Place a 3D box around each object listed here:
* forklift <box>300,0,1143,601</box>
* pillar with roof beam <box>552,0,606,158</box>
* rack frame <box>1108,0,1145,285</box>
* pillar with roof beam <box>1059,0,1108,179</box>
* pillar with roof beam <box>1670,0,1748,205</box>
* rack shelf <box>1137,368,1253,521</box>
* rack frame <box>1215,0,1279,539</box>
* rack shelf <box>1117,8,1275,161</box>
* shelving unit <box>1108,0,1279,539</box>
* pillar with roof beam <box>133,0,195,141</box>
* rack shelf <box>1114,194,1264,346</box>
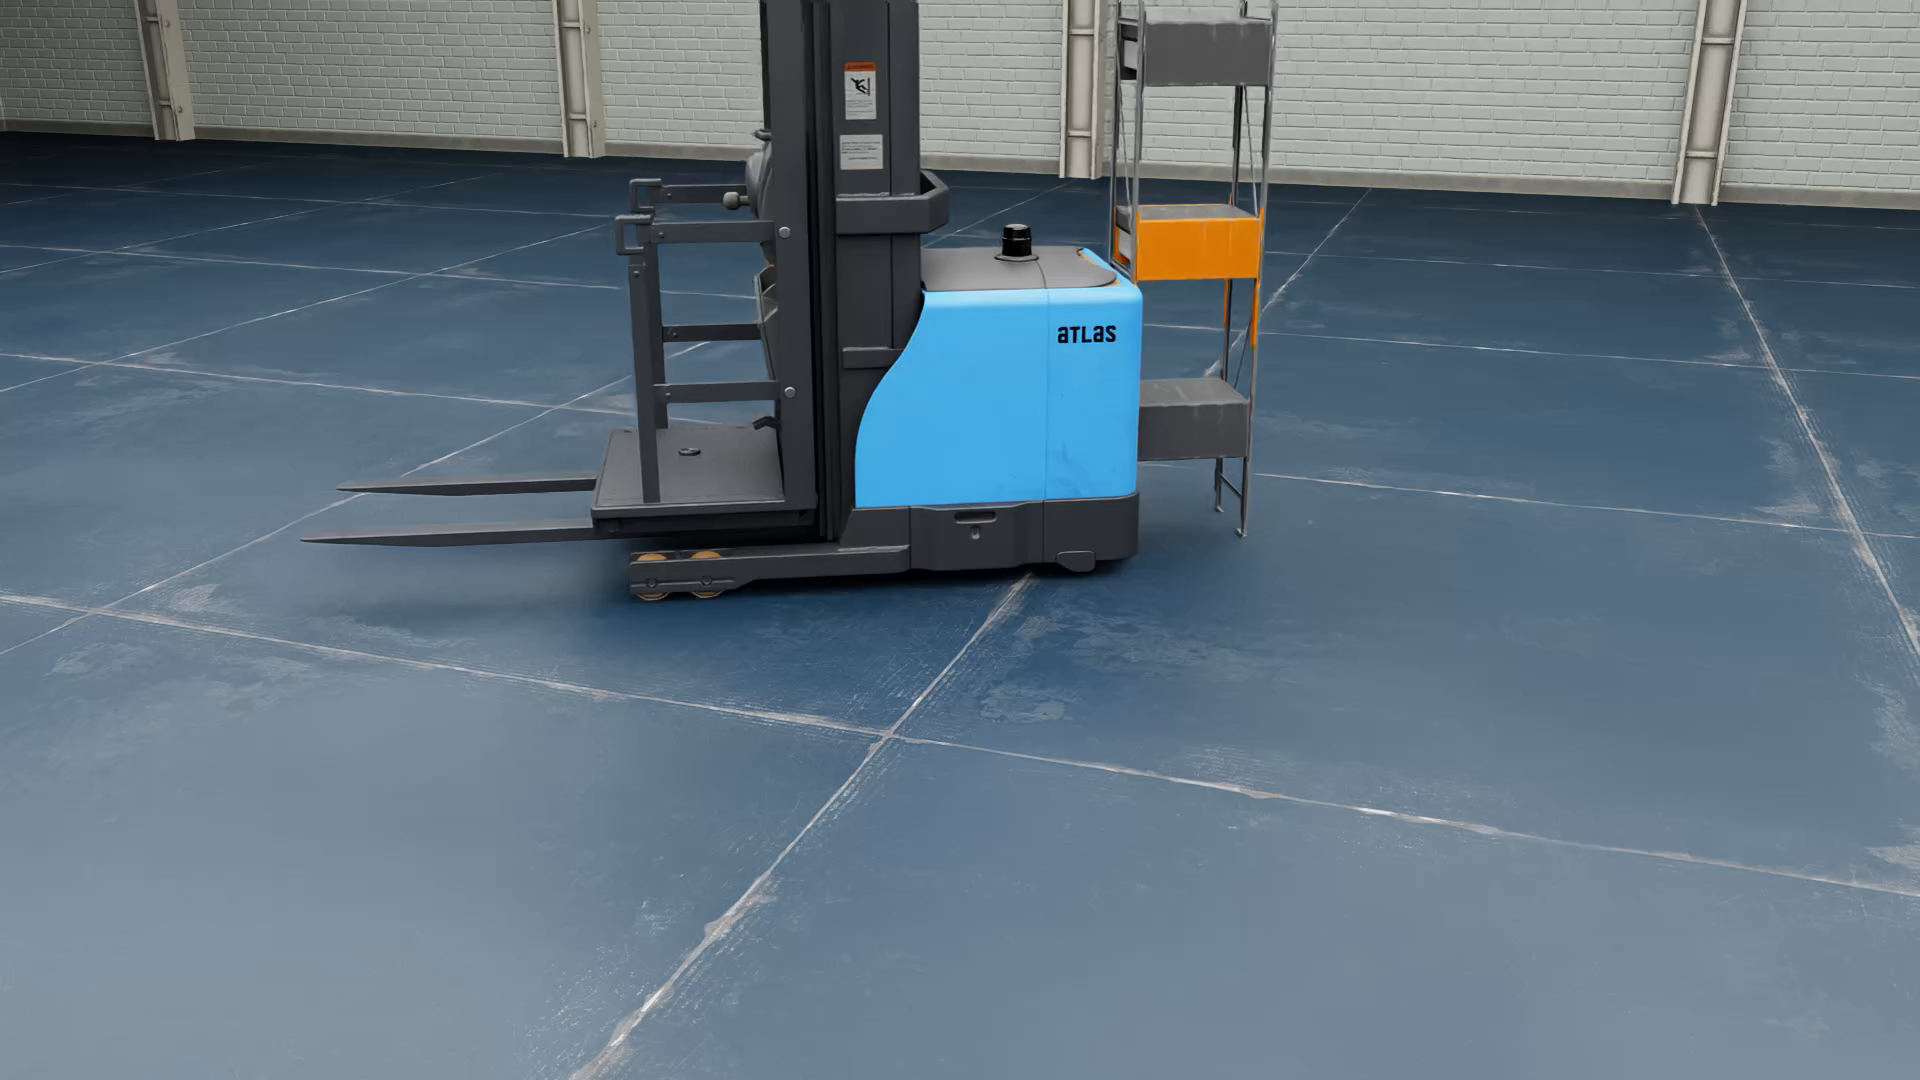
[{"bbox_3d":[-0.892,-1.352,6.001,3.031,2.935,1.130,-3,19,-7],"label":"forklift"},{"bbox_3d":[-5.800,-7.405,14.147,0.400,9.000,9.100,7,20,18],"label":"pillar with roof beam"},{"bbox_3d":[0.619,-1.040,6.371,0.015,2.100,0.400,-3,19,-7],"label":"rack frame"},{"bbox_3d":[-0.132,-6.756,12.288,0.400,9.000,9.100,7,20,18],"label":"pillar with roof beam"},{"bbox_3d":[5.535,-6.108,10.428,0.400,9.000,9.100,7,20,18],"label":"pillar with roof beam"},{"bbox_3d":[0.860,-0.378,6.637,0.480,0.518,0.431,-3,19,-7],"label":"rack shelf"},{"bbox_3d":[1.102,-1.062,6.434,0.015,2.100,0.400,-3,19,-7],"label":"rack frame"},{"bbox_3d":[0.860,-1.700,6.177,0.480,0.518,0.431,-3,19,-7],"label":"rack shelf"},{"bbox_3d":[0.860,-1.051,6.402,0.503,2.100,0.431,-3,19,-7],"label":"shelving unit"},{"bbox_3d":[-11.468,-8.053,16.006,0.400,9.000,9.100,7,20,18],"label":"pillar with roof beam"},{"bbox_3d":[0.860,-1.039,6.407,0.480,0.518,0.431,-3,19,-7],"label":"rack shelf"}]
